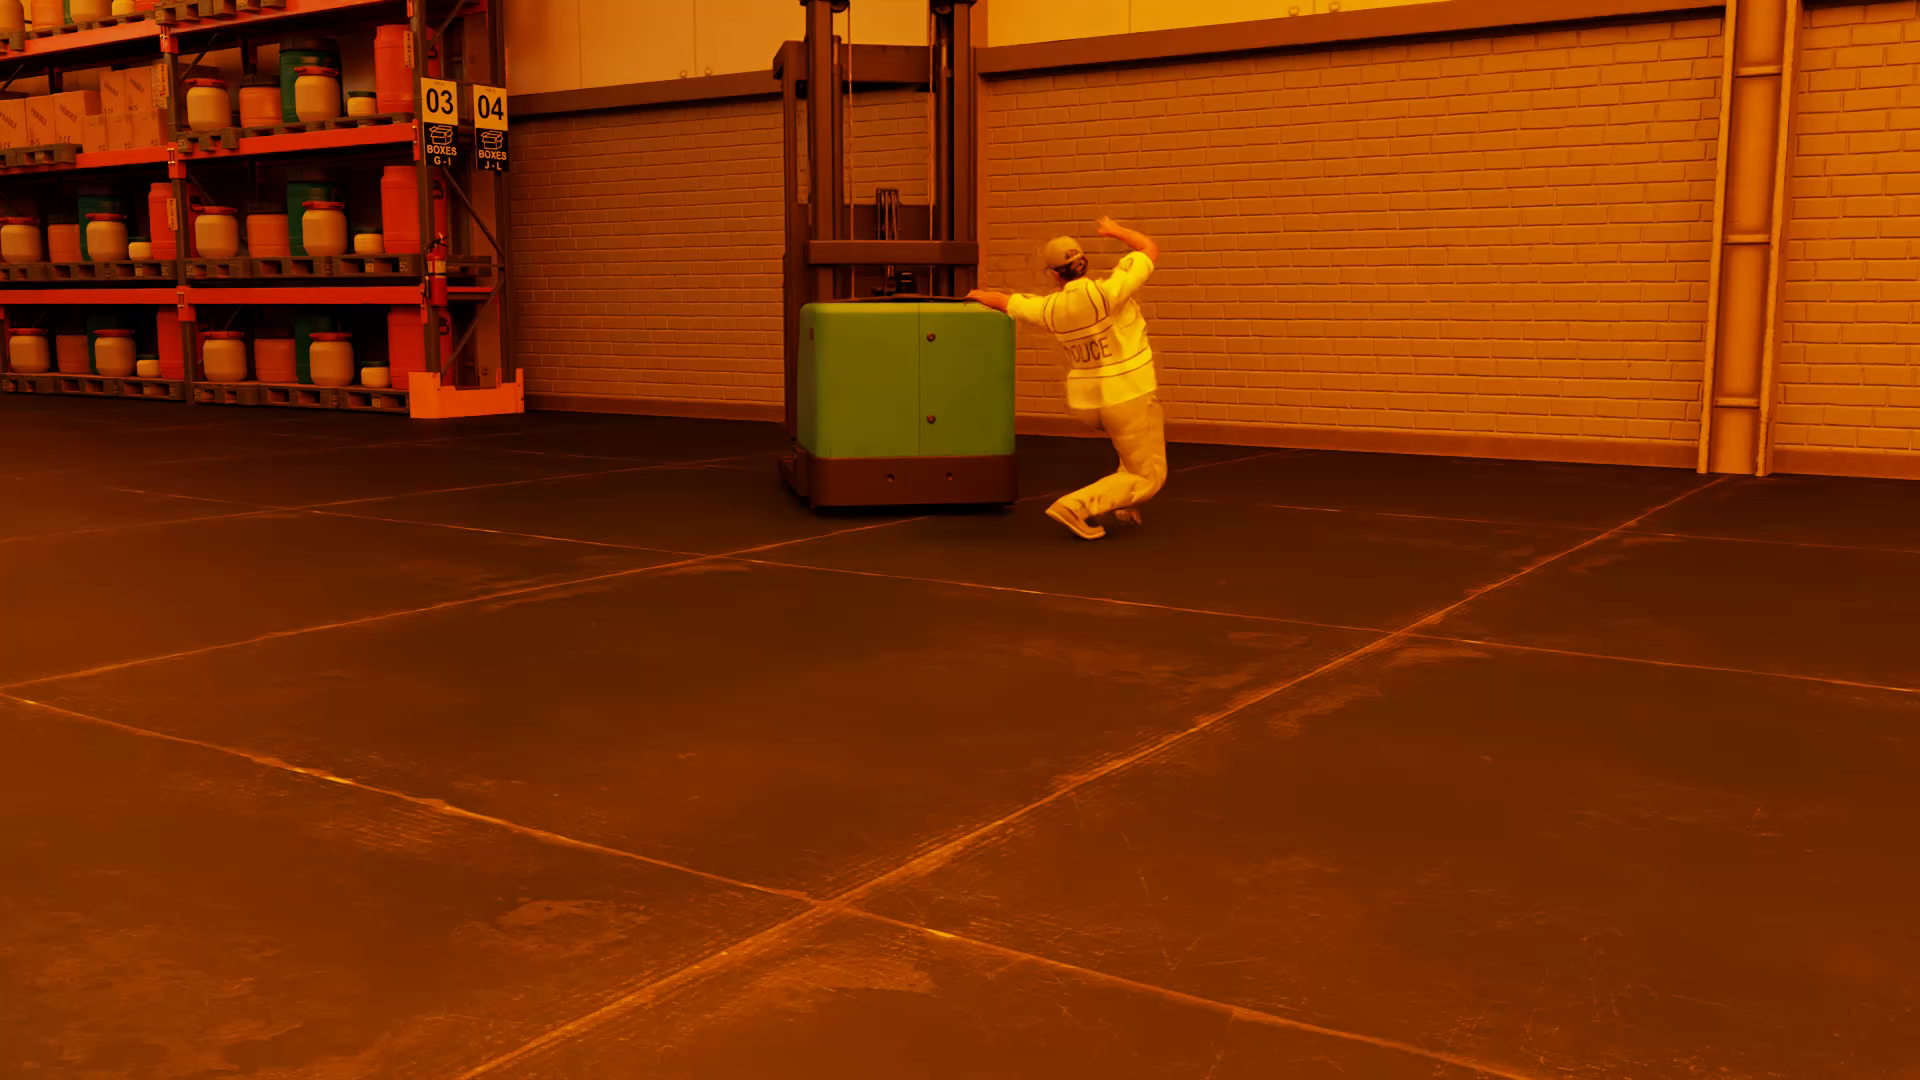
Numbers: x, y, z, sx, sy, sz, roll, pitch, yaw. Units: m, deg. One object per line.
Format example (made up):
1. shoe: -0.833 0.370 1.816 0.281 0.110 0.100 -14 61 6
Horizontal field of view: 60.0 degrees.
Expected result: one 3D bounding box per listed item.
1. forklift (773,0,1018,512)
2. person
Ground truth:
1. forklift: -0.490 -1.768 9.628 1.130 2.935 3.031 -2 8 -11
2. person: 0.585 -0.774 7.940 0.815 1.508 1.021 -6 10 -35
